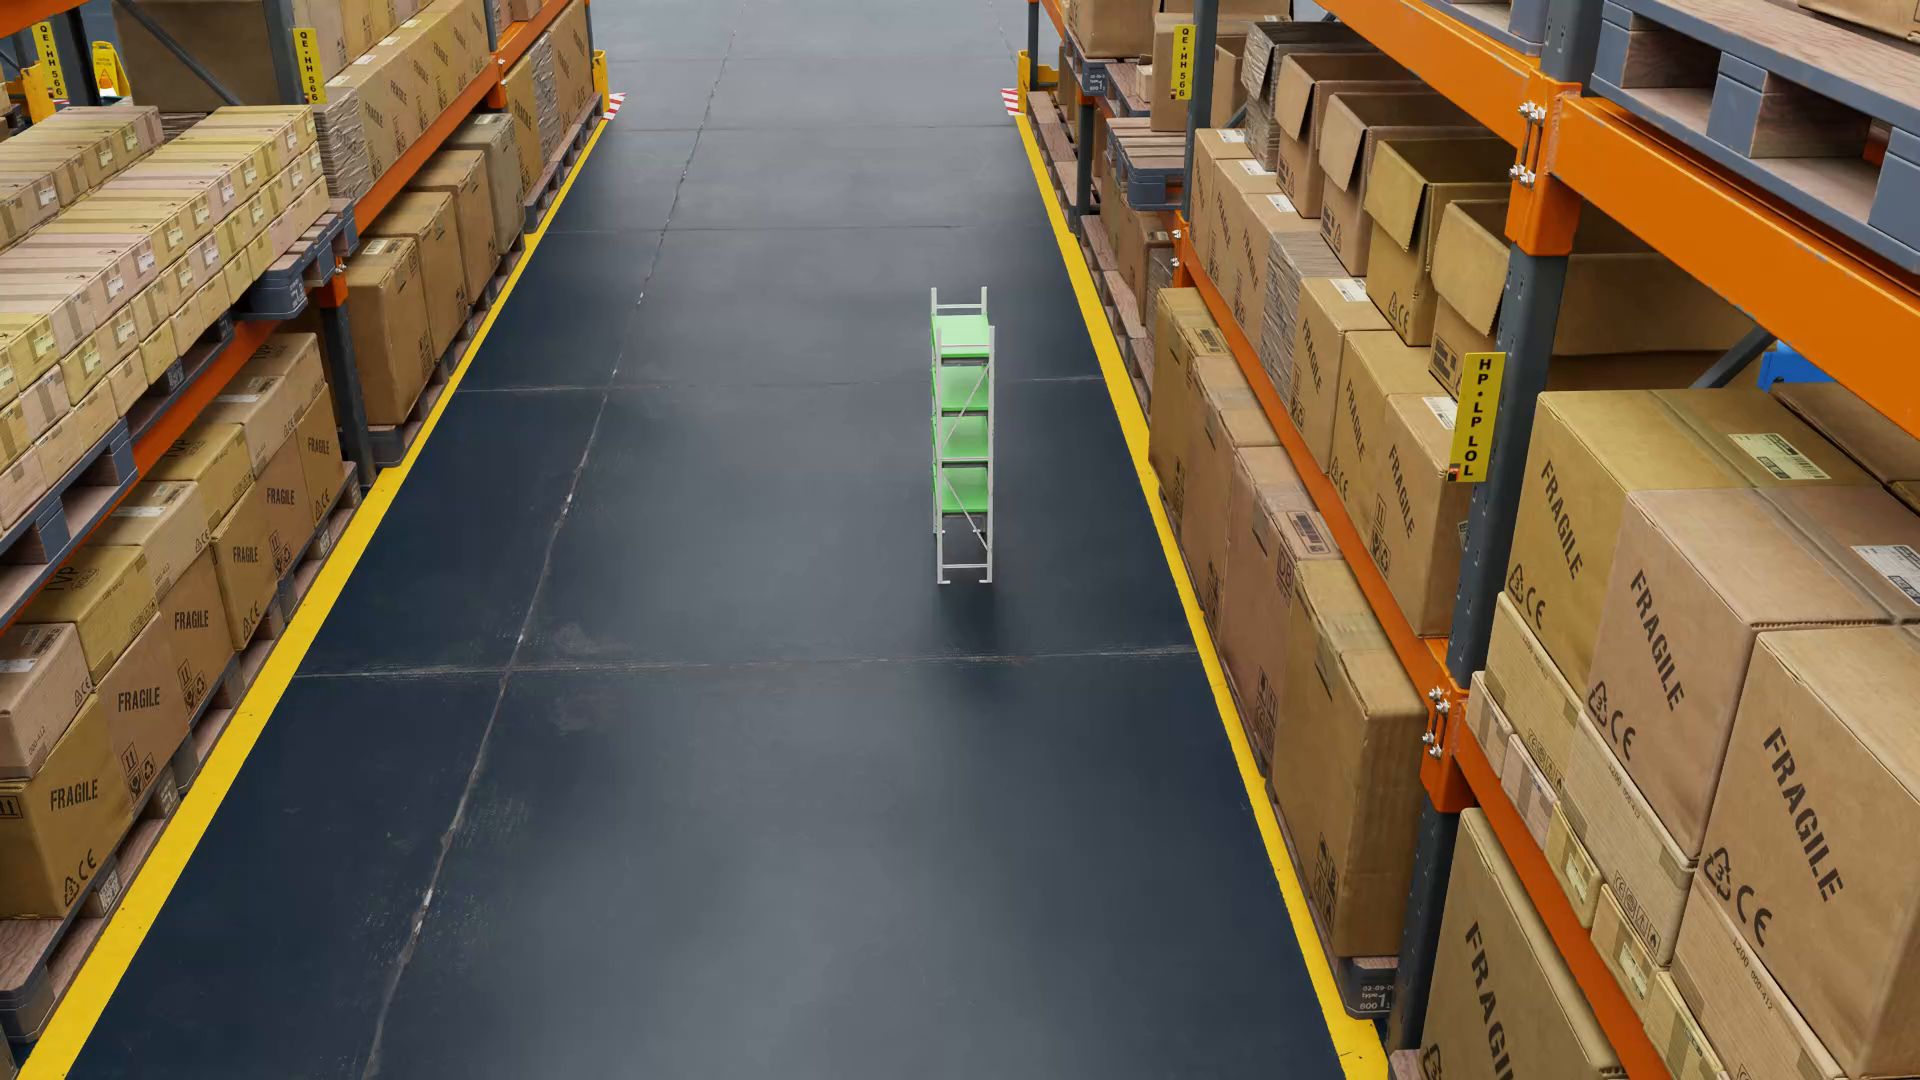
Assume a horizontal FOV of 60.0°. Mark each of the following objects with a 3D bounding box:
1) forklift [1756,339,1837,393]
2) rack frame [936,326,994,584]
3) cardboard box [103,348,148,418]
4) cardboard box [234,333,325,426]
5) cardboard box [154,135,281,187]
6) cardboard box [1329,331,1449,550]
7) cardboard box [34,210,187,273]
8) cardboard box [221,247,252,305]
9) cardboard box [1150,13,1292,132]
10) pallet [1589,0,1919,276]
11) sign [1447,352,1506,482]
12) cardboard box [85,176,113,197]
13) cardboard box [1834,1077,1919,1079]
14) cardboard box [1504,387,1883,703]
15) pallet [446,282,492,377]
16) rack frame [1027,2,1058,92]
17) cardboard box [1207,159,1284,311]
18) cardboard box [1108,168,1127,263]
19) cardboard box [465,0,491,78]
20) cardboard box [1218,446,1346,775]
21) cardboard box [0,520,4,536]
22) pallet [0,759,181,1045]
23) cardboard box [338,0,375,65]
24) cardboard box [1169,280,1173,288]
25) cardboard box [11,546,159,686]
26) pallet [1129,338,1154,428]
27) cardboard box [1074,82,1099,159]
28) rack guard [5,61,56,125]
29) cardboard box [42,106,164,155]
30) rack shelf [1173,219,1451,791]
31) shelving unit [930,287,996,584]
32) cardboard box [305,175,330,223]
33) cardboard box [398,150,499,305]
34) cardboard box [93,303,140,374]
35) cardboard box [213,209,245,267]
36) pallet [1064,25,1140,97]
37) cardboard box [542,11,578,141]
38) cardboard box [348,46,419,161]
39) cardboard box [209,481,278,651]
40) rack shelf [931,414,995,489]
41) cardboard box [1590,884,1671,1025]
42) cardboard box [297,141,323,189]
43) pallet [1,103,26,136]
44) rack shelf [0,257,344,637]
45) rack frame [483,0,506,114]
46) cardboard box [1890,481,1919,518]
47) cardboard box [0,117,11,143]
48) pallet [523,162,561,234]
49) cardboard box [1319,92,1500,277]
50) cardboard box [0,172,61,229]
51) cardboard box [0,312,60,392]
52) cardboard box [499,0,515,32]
[{"bbox_3d":[3.391,-1.868,8.163,1.130,2.935,3.031,-1,28,-1],"label":"forklift"},{"bbox_3d":[0.021,-0.343,7.110,0.240,1.200,0.015,-1,28,-3],"label":"rack frame"},{"bbox_3d":[-2.826,-0.495,5.273,0.380,0.149,0.250,-3,28,-5],"label":"cardboard box"},{"bbox_3d":[-3.121,-0.698,7.283,0.500,0.250,0.500,-2,28,-4],"label":"cardboard box"},{"bbox_3d":[-2.910,-1.484,6.525,0.380,0.149,0.250,-1,28,-1],"label":"cardboard box"},{"bbox_3d":[1.433,-0.306,4.984,0.500,0.500,0.500,-1,28,-1],"label":"cardboard box"},{"bbox_3d":[-2.857,-1.003,5.604,0.380,0.149,0.250,-1,28,-1],"label":"cardboard box"},{"bbox_3d":[-2.883,-0.983,6.208,0.380,0.149,0.250,-3,28,-5],"label":"cardboard box"},{"bbox_3d":[1.343,-2.405,8.555,0.700,0.500,0.500,3,28,5],"label":"cardboard box"},{"bbox_3d":[1.782,-0.736,2.769,1.003,0.211,1.213,-1,28,-3],"label":"pallet"},{"bbox_3d":[1.208,-0.284,3.884,0.100,0.325,0.005,-1,28,-3],"label":"sign"},{"bbox_3d":[-3.560,-1.328,6.548,0.380,0.149,0.250,-2,28,-4],"label":"cardboard box"},{"bbox_3d":[1.584,1.031,2.369,0.500,0.250,0.500,-1,28,-3],"label":"cardboard box"},{"bbox_3d":[1.519,0.006,3.524,0.500,0.500,0.500,-1,28,-3],"label":"cardboard box"},{"bbox_3d":[-3.445,-1.289,9.993,1.003,0.211,1.213,-1,28,-3],"label":"pallet"},{"bbox_3d":[1.123,-5.365,14.793,1.000,3.000,0.127,-1,28,-3],"label":"rack frame"},{"bbox_3d":[1.323,-1.246,6.787,0.500,0.500,0.500,-2,28,-4],"label":"cardboard box"},{"bbox_3d":[1.348,-2.100,10.759,0.700,0.500,0.500,-2,28,-3],"label":"cardboard box"},{"bbox_3d":[-3.333,-3.254,10.638,0.500,0.500,0.500,-2,28,-3],"label":"cardboard box"},{"bbox_3d":[1.648,0.225,5.919,1.225,0.875,0.875,-2,28,-4],"label":"cardboard box"},{"bbox_3d":[-2.770,-0.018,4.358,0.380,0.149,0.250,-3,28,-5],"label":"cardboard box"},{"bbox_3d":[-3.251,1.127,5.361,1.003,0.211,1.213,-1,28,-3],"label":"pallet"},{"bbox_3d":[-3.488,-2.763,8.615,0.700,0.500,0.500,-2,28,-3],"label":"cardboard box"},{"bbox_3d":[1.485,-1.066,8.778,0.700,0.500,0.500,-3,28,-5],"label":"cardboard box"},{"bbox_3d":[-3.014,0.246,5.473,0.500,0.250,0.500,-1,28,-1],"label":"cardboard box"},{"bbox_3d":[1.501,-0.795,9.046,1.003,0.211,1.213,-1,28,-3],"label":"pallet"},{"bbox_3d":[1.202,-3.330,13.141,0.500,0.500,0.500,-4,28,-7],"label":"cardboard box"},{"bbox_3d":[-8.770,-3.982,14.845,1.175,0.500,0.348,-1,28,-3],"label":"rack guard"},{"bbox_3d":[-3.587,-1.716,6.970,0.380,0.149,0.250,-1,28,-3],"label":"cardboard box"},{"bbox_3d":[1.645,-0.428,6.105,1.077,0.370,4.000,-1,28,-3],"label":"rack shelf"},{"bbox_3d":[0.009,-0.456,7.326,0.258,1.200,0.503,-1,28,-3],"label":"shelving unit"},{"bbox_3d":[-2.933,-1.455,7.115,0.380,0.149,0.250,-1,28,-2],"label":"cardboard box"},{"bbox_3d":[-3.458,-1.903,10.134,1.050,0.750,0.750,-1,28,-3],"label":"cardboard box"},{"bbox_3d":[-2.830,-0.633,5.216,0.380,0.149,0.250,0,28,-1],"label":"cardboard box"},{"bbox_3d":[-2.882,-1.112,6.134,0.380,0.149,0.250,-2,28,-3],"label":"cardboard box"},{"bbox_3d":[1.226,-3.076,10.612,1.003,0.211,1.213,-1,28,-3],"label":"pallet"},{"bbox_3d":[-3.686,-3.818,13.670,0.875,0.875,0.875,-2,28,-3],"label":"cardboard box"},{"bbox_3d":[-3.227,-2.323,8.853,0.500,0.500,0.500,-1,28,-3],"label":"cardboard box"},{"bbox_3d":[-3.055,0.106,6.552,0.500,0.500,0.500,-3,28,-5],"label":"cardboard box"},{"bbox_3d":[0.009,-0.399,7.356,0.258,0.148,0.480,-1,28,-3],"label":"rack shelf"},{"bbox_3d":[1.476,0.797,3.250,0.380,0.149,0.250,-2,28,-4],"label":"cardboard box"},{"bbox_3d":[-2.938,-1.587,7.045,0.380,0.149,0.250,-1,28,-2],"label":"cardboard box"},{"bbox_3d":[-8.763,-3.478,14.191,1.003,0.211,1.213,-1,28,-3],"label":"pallet"},{"bbox_3d":[-3.314,-0.355,5.965,1.077,0.370,4.000,-1,28,-3],"label":"rack shelf"},{"bbox_3d":[-3.627,-3.445,11.111,1.000,3.000,0.127,-1,28,-3],"label":"rack frame"},{"bbox_3d":[2.062,0.216,3.121,0.500,0.500,0.500,-1,28,-2],"label":"cardboard box"},{"bbox_3d":[-6.789,-2.563,11.304,0.500,0.500,0.500,-1,28,-3],"label":"cardboard box"},{"bbox_3d":[-3.588,-2.561,12.433,1.003,0.211,1.213,-1,28,-3],"label":"pallet"},{"bbox_3d":[1.635,-1.211,5.635,0.797,0.503,0.637,-1,28,-1],"label":"cardboard box"},{"bbox_3d":[-3.533,-1.233,6.045,0.380,0.149,0.250,0,28,0],"label":"cardboard box"},{"bbox_3d":[-2.802,-0.529,4.695,0.380,0.149,0.250,-1,28,-2],"label":"cardboard box"},{"bbox_3d":[-3.709,-3.935,11.888,0.875,0.550,0.550,-1,28,-3],"label":"cardboard box"}]
